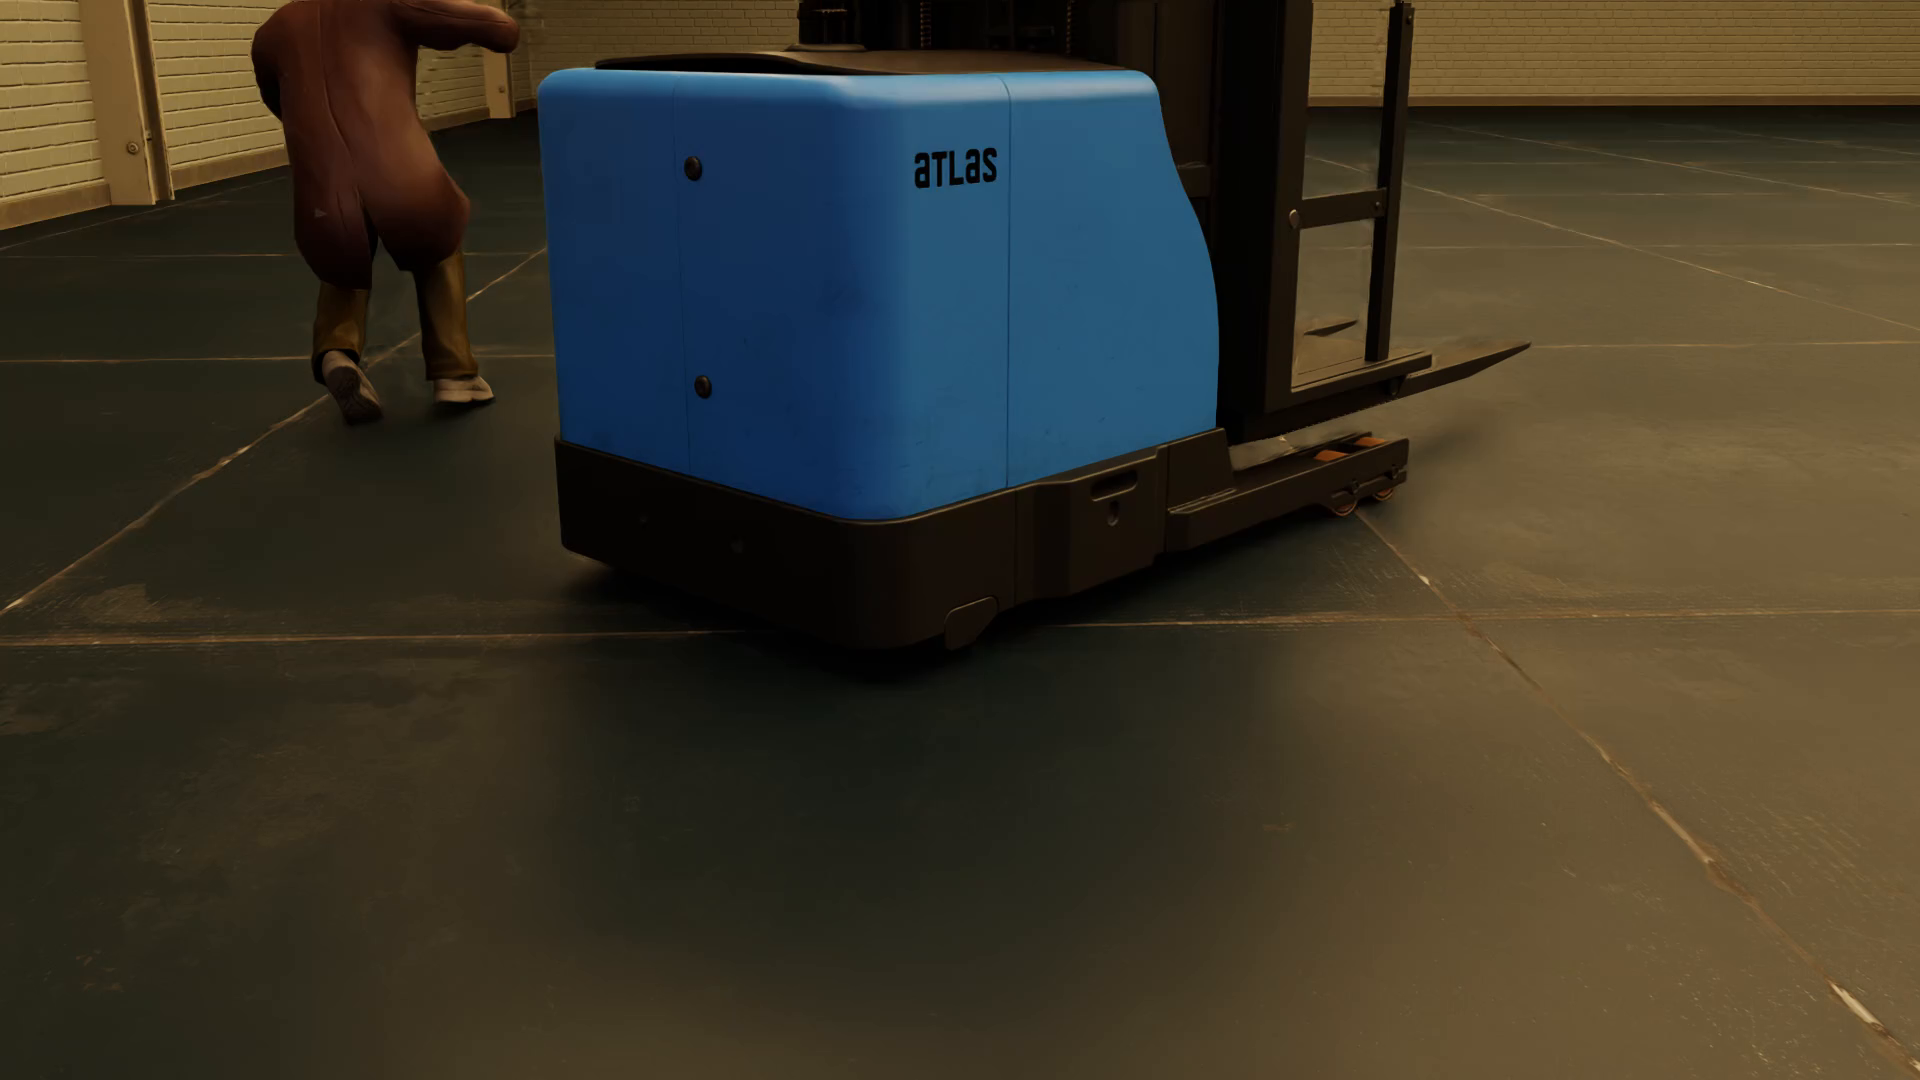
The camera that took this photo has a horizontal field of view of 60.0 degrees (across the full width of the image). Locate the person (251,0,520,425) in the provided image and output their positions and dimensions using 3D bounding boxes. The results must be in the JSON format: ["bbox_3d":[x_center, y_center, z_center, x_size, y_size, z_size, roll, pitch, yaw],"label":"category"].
[{"bbox_3d":[-1.723,-1.132,5.122,0.844,1.498,0.991,-1,17,-4],"label":"person"}]

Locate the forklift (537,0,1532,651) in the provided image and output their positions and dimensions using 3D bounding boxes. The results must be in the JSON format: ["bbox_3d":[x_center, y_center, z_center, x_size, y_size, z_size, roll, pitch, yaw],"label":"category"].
[{"bbox_3d":[0.500,-1.548,3.969,1.130,2.935,3.031,15,23,41],"label":"forklift"}]
